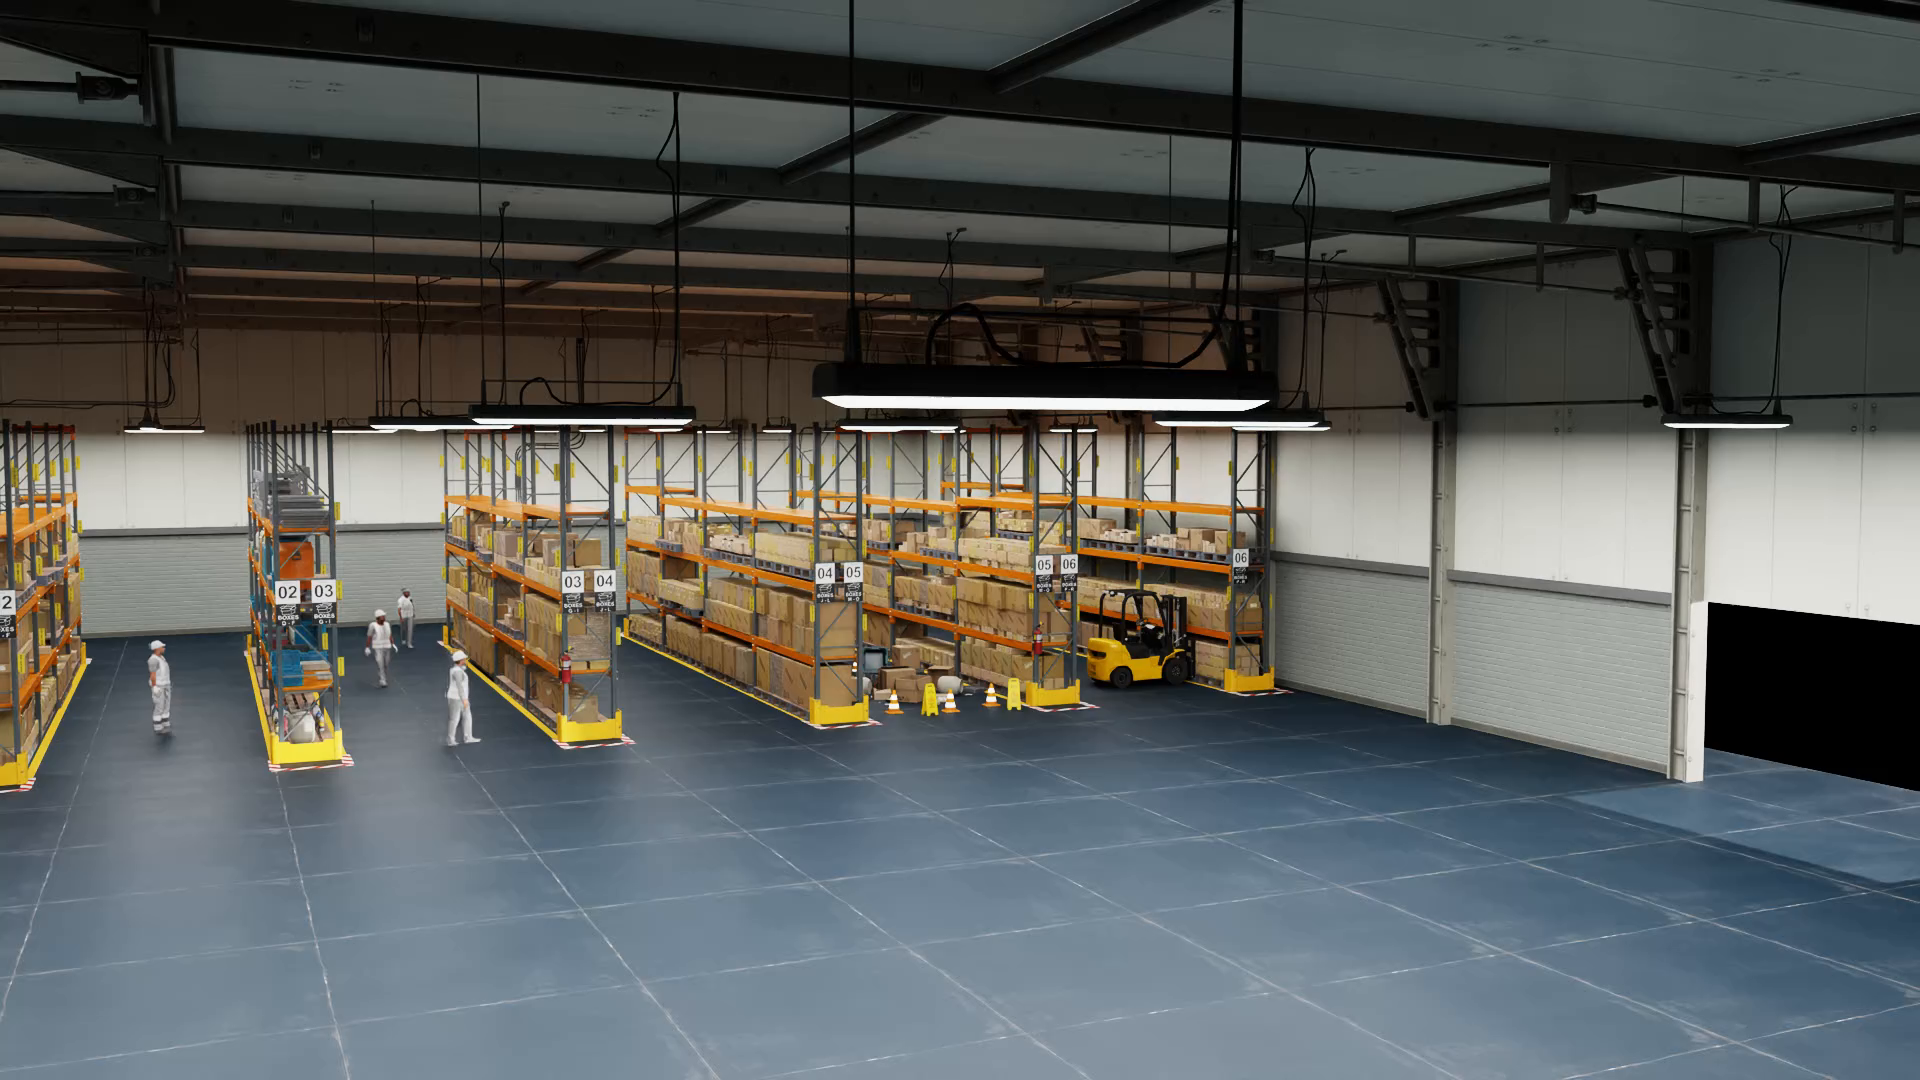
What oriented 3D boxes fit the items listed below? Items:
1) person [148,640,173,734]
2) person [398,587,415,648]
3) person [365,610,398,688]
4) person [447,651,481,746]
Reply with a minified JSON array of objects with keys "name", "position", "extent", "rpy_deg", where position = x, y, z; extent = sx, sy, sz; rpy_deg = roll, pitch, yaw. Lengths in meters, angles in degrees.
[{"name":"person","position":[-15.430,2.838,32.113],"extent":[0.425,1.810,0.615],"rpy_deg":[0,4,8]},{"name":"person","position":[-14.986,2.086,45.030],"extent":[0.440,1.646,0.928],"rpy_deg":[-1,4,-18]},{"name":"person","position":[-13.247,2.477,38.058],"extent":[0.711,1.752,1.019],"rpy_deg":[-3,4,-36]},{"name":"person","position":[-9.237,2.926,30.778],"extent":[0.574,1.761,0.583],"rpy_deg":[0,4,0]}]
